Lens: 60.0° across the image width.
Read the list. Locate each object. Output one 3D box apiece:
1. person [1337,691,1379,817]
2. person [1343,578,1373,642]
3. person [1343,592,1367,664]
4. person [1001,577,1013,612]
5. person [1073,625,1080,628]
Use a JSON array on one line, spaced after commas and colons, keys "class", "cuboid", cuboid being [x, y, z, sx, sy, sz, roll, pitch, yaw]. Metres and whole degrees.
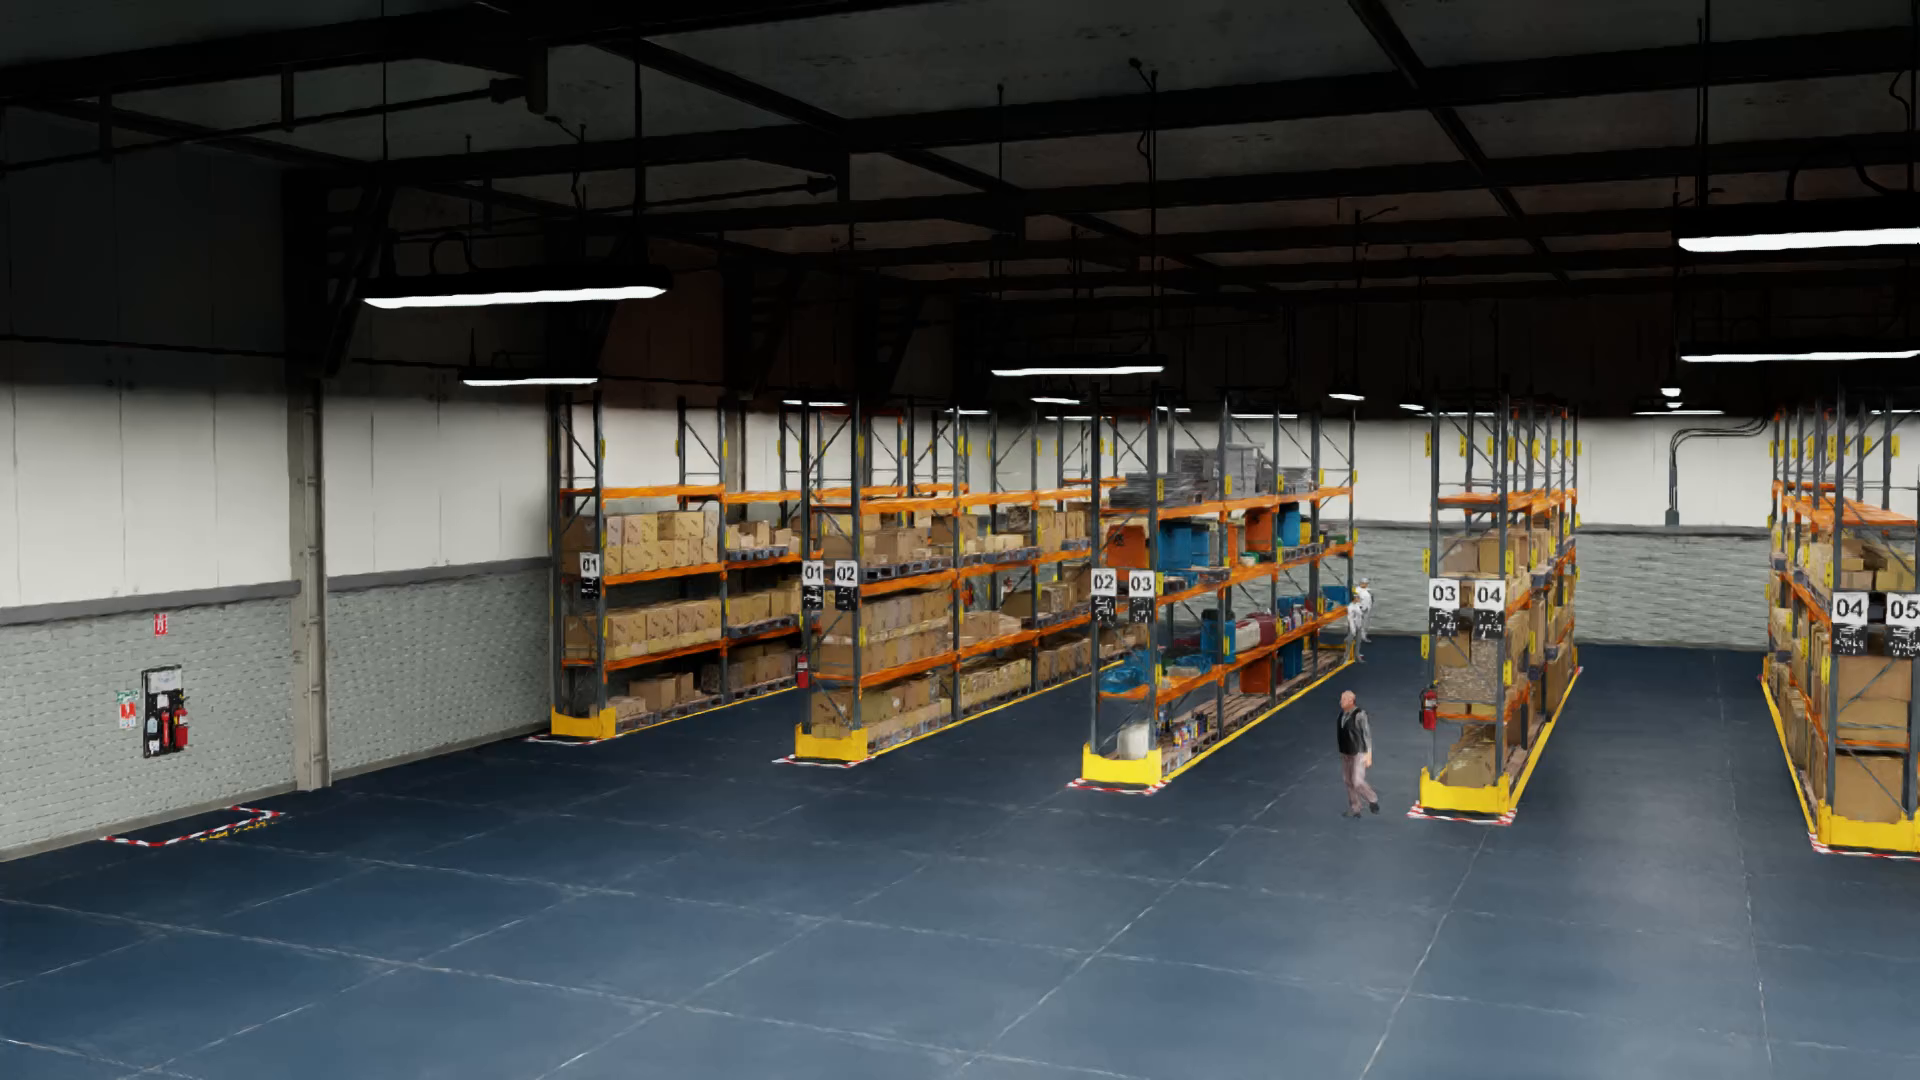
[{"class": "person", "cuboid": [5.407, 2.899, 22.605, 0.523, 1.716, 0.584, -2, 4, -29]}, {"class": "person", "cuboid": [10.305, 1.807, 43.053, 0.705, 1.655, 0.495, -1, 3, -23]}, {"class": "person", "cuboid": [9.108, 2.026, 38.474, 0.619, 1.677, 0.374, -3, 4, -43]}, {"class": "person", "cuboid": [1.297, 1.769, 43.935, 0.624, 1.588, 0.495, -2, 4, -34]}, {"class": "person", "cuboid": [3.186, 1.620, 46.328, 0.508, 1.659, 0.534, -1, 3, -12]}]
